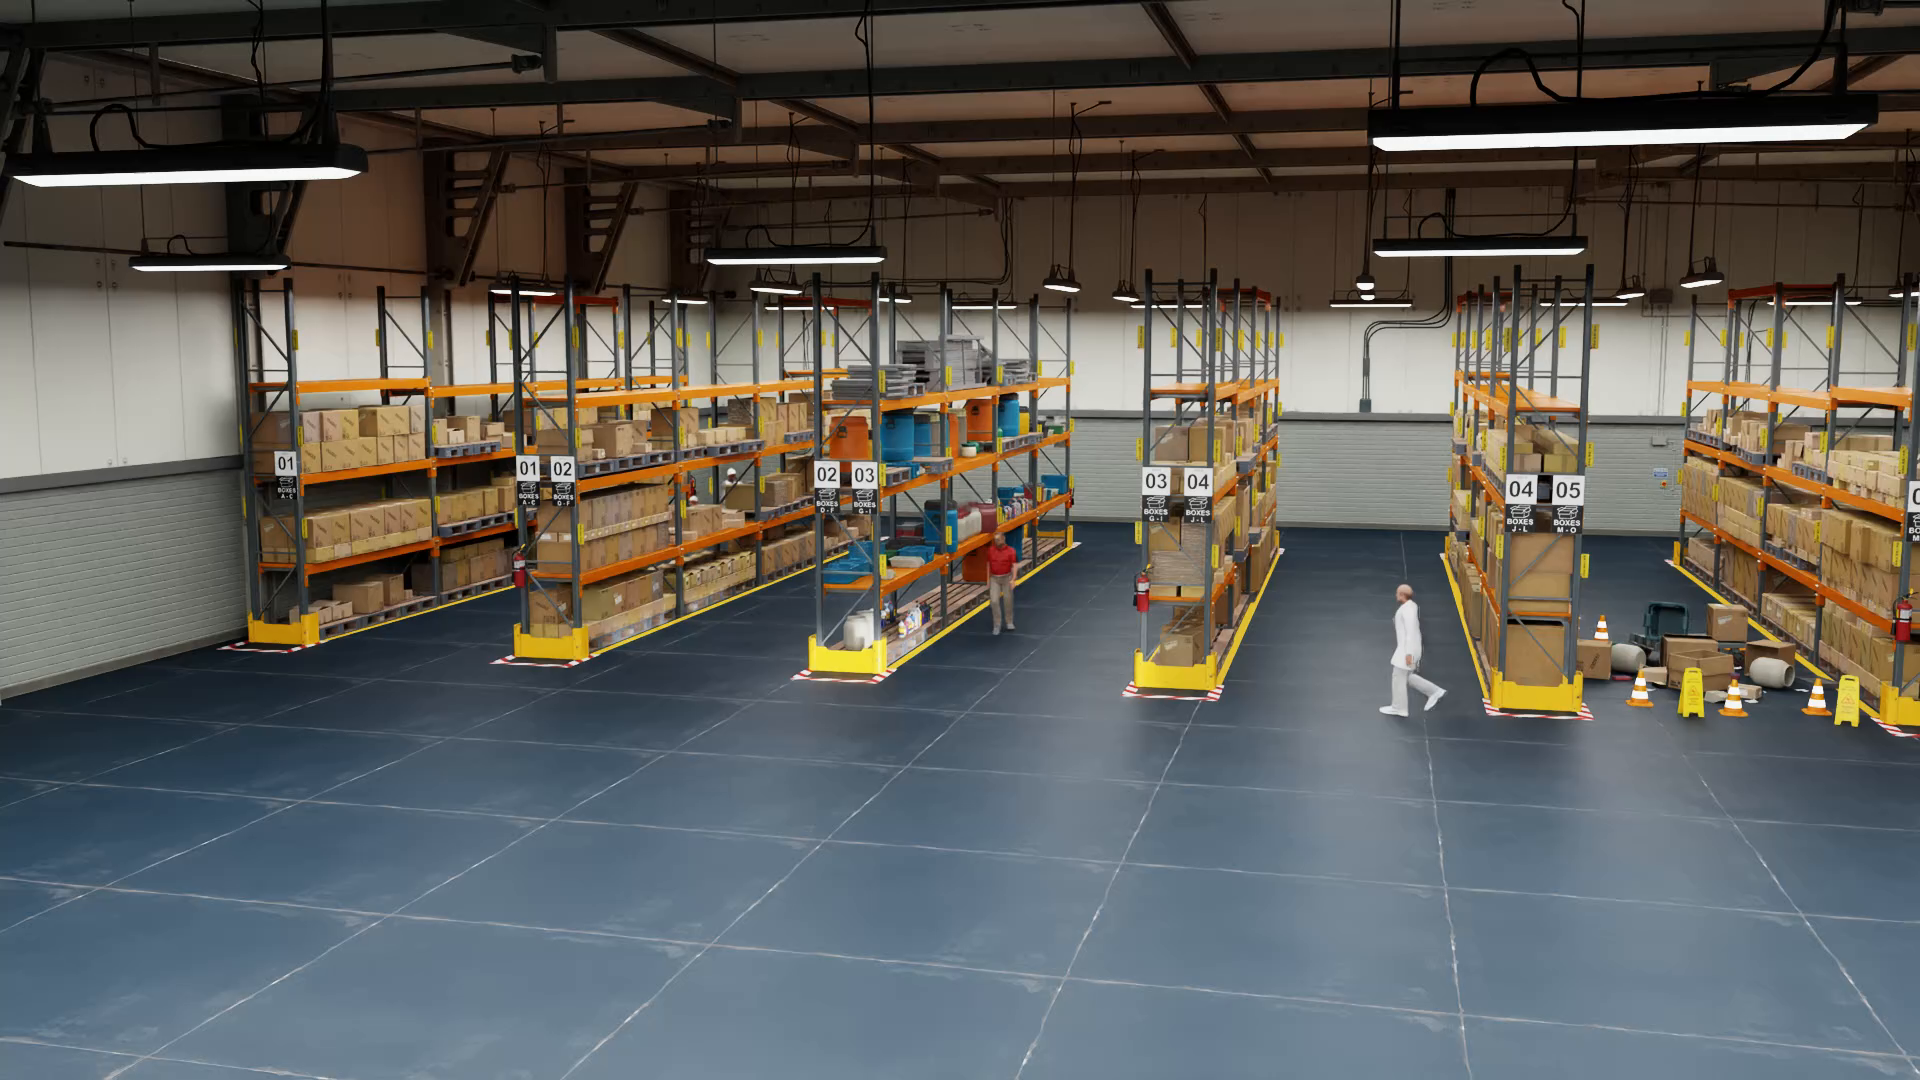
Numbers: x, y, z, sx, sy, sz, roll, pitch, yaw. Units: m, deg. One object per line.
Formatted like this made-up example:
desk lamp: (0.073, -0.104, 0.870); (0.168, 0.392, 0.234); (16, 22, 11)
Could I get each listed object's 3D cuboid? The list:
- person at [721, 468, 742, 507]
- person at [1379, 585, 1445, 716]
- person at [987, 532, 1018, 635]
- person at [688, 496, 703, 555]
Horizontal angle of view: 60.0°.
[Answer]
person: (-5.813, -0.968, 42.472); (0.610, 1.719, 1.003); (-1, 7, -6)
person: (6.022, 1.467, 22.179); (0.776, 1.758, 0.592); (2, 7, 18)
person: (0.714, 0.751, 28.611); (0.570, 1.786, 0.692); (1, 7, 12)
person: (-5.723, -0.143, 36.043); (0.635, 1.680, 0.649); (3, 7, 23)
